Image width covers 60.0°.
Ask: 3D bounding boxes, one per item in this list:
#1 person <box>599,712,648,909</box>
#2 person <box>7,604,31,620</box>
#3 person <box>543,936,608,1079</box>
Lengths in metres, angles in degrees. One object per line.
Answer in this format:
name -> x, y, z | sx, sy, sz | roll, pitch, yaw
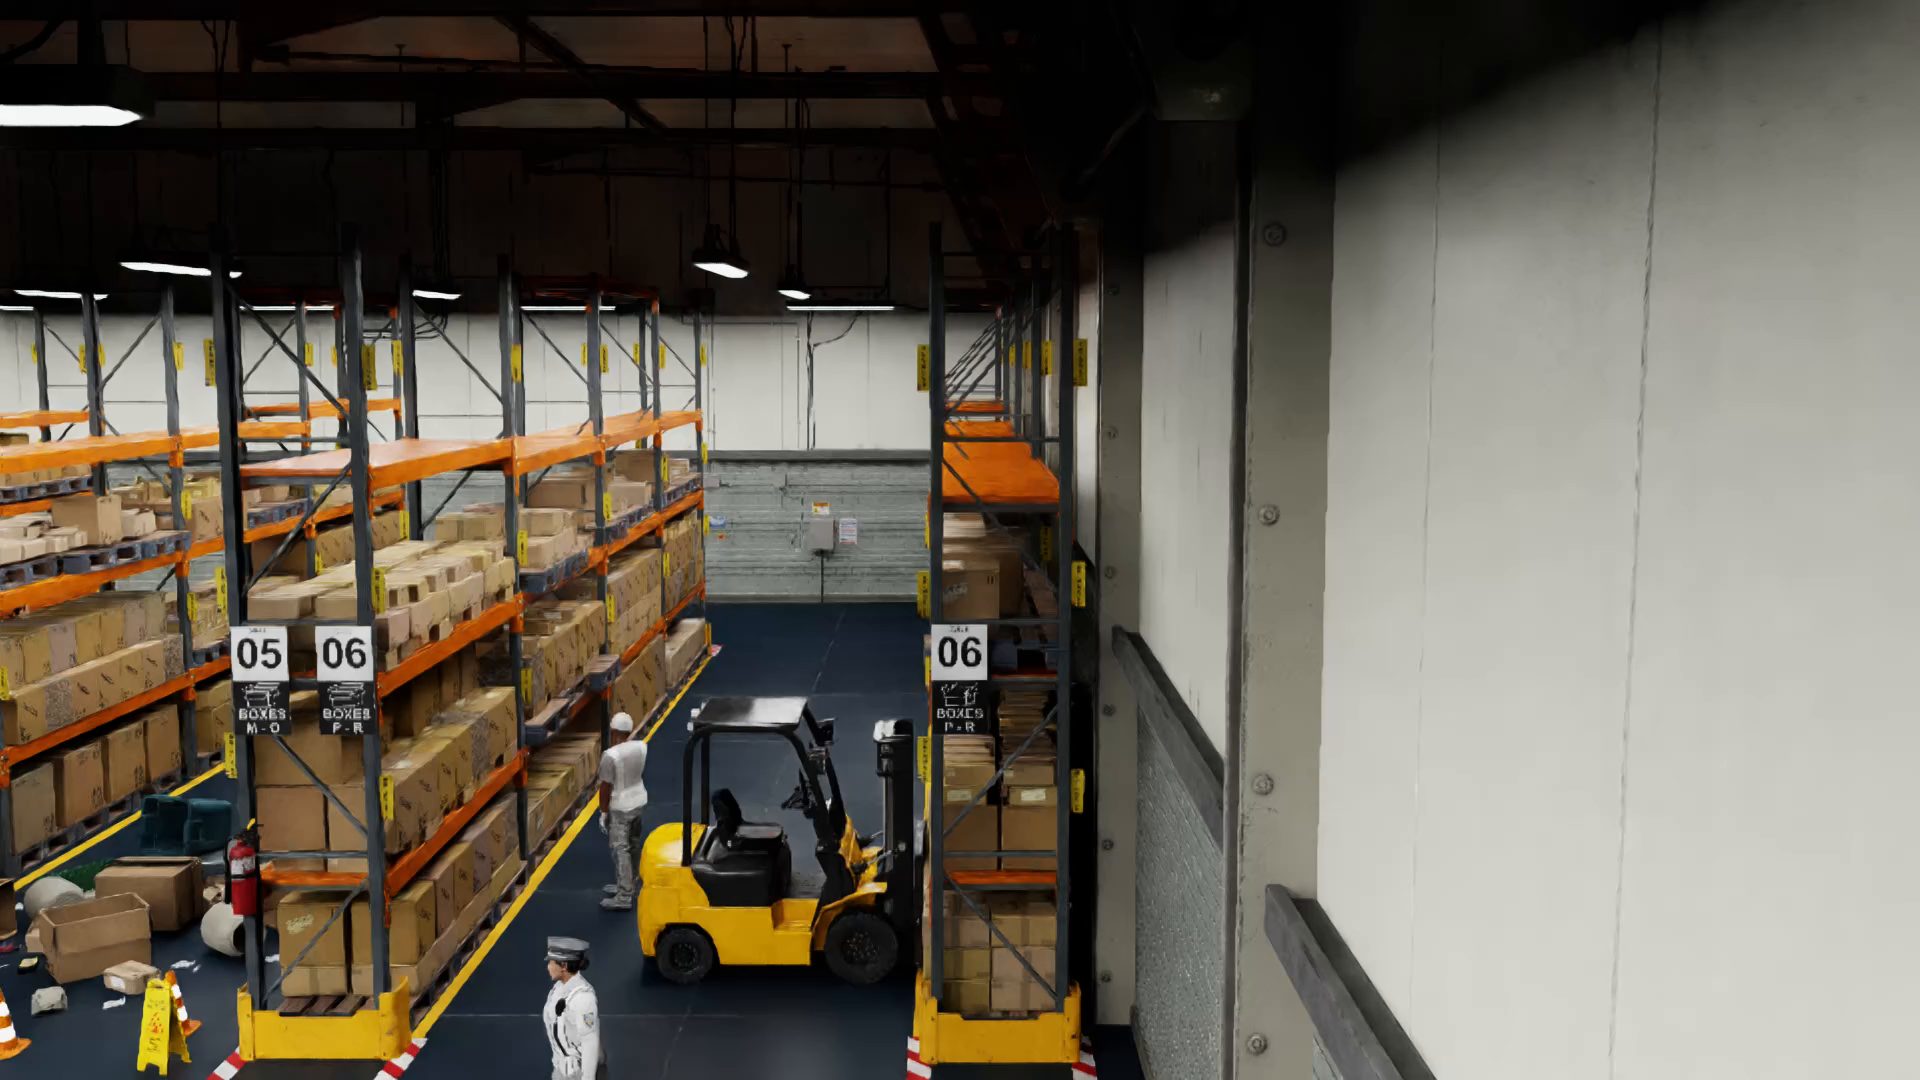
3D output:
person -> -3.171, 2.472, 15.412 | 0.486, 1.785, 0.616 | 4, 8, 30
person -> -12.853, 1.650, 22.890 | 0.389, 1.676, 0.556 | -2, 7, -20
person -> -2.273, 3.189, 9.996 | 0.551, 1.667, 0.520 | -5, 8, -36
